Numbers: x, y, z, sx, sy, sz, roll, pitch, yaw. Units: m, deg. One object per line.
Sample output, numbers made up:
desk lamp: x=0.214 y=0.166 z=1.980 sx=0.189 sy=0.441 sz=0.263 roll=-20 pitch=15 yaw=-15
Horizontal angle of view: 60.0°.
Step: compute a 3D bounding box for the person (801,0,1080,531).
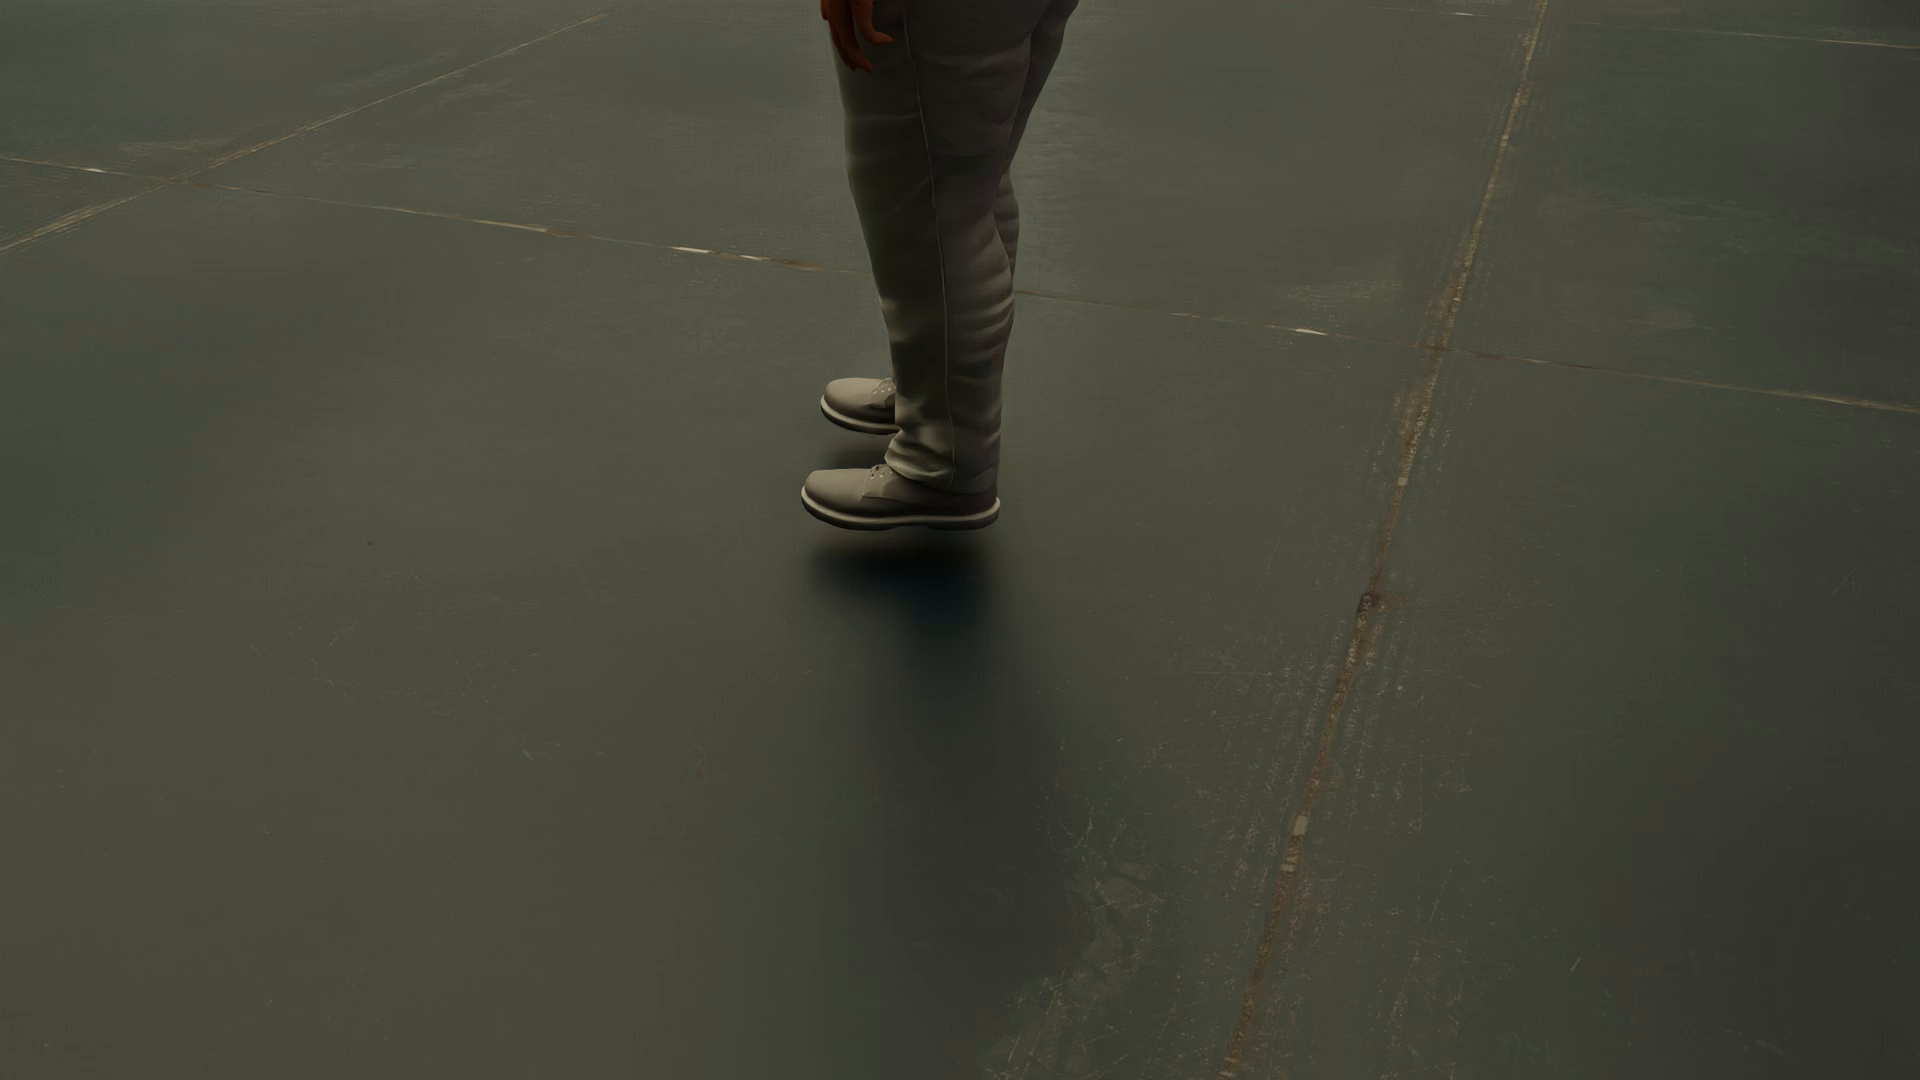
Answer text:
person: x=-0.064 y=-0.790 z=2.107 sx=0.528 sy=1.669 sz=0.599 roll=10 pitch=31 yaw=18
